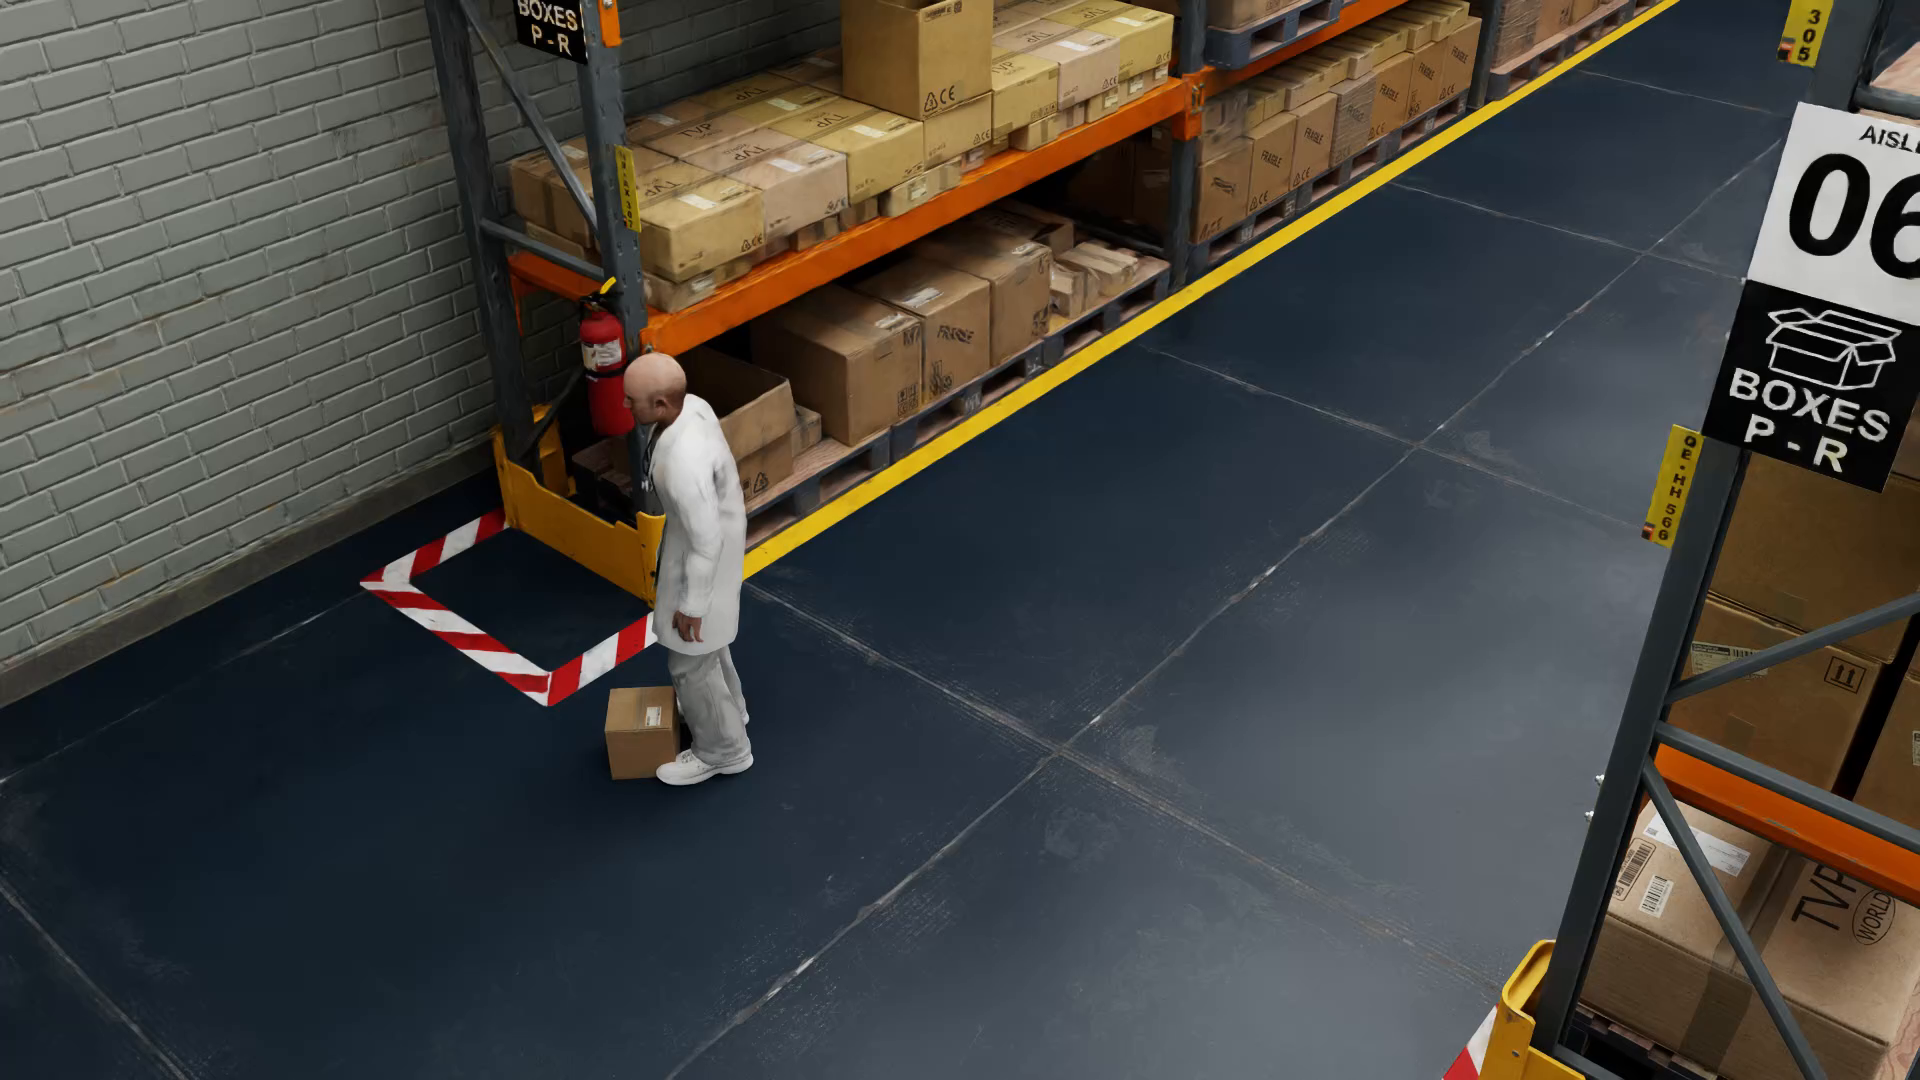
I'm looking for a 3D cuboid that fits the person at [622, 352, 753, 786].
[{"bbox_3d":[-0.973,0.102,6.011,0.429,1.772,0.646,-5,35,-8],"label":"person"}]
